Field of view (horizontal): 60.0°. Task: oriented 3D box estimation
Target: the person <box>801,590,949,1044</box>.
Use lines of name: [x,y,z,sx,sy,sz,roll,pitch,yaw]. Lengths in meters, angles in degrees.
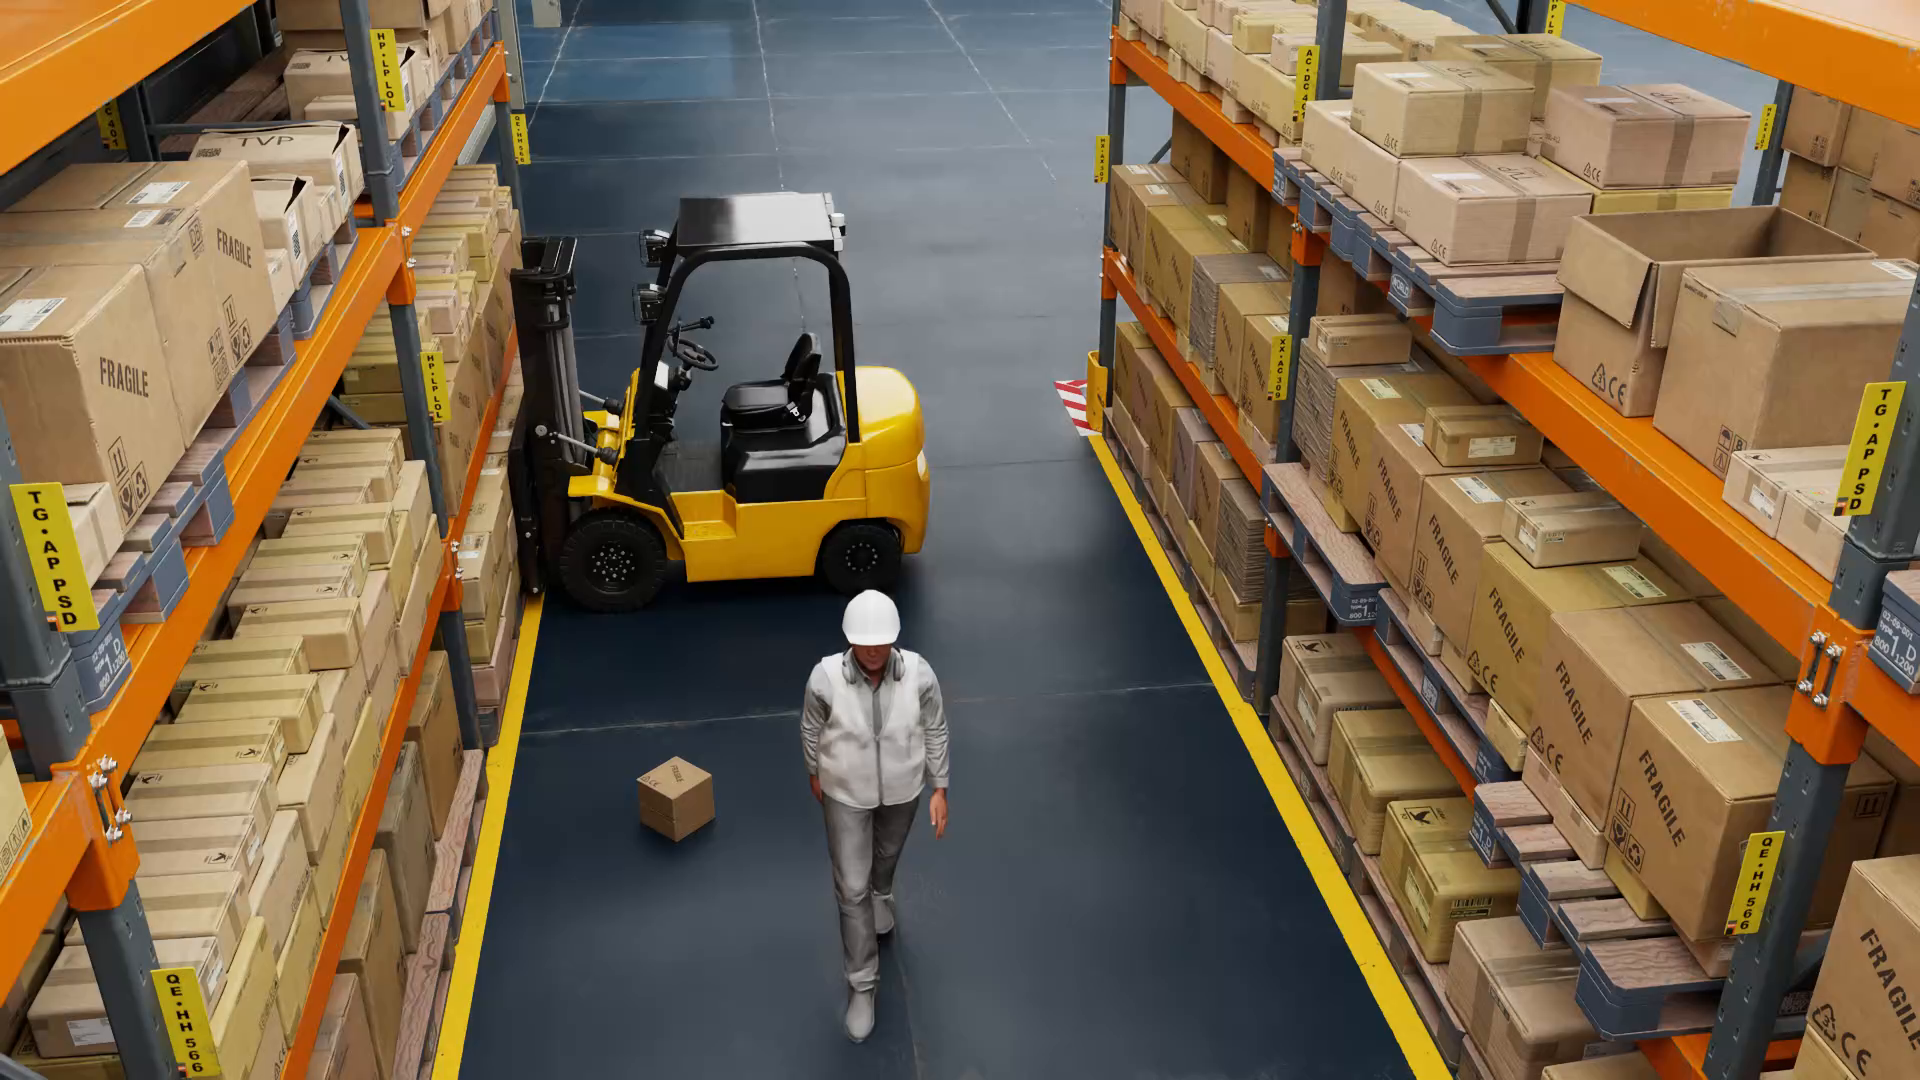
person: [-0.320,1.002,6.620,0.566,1.769,0.871,-6,28,-12]
